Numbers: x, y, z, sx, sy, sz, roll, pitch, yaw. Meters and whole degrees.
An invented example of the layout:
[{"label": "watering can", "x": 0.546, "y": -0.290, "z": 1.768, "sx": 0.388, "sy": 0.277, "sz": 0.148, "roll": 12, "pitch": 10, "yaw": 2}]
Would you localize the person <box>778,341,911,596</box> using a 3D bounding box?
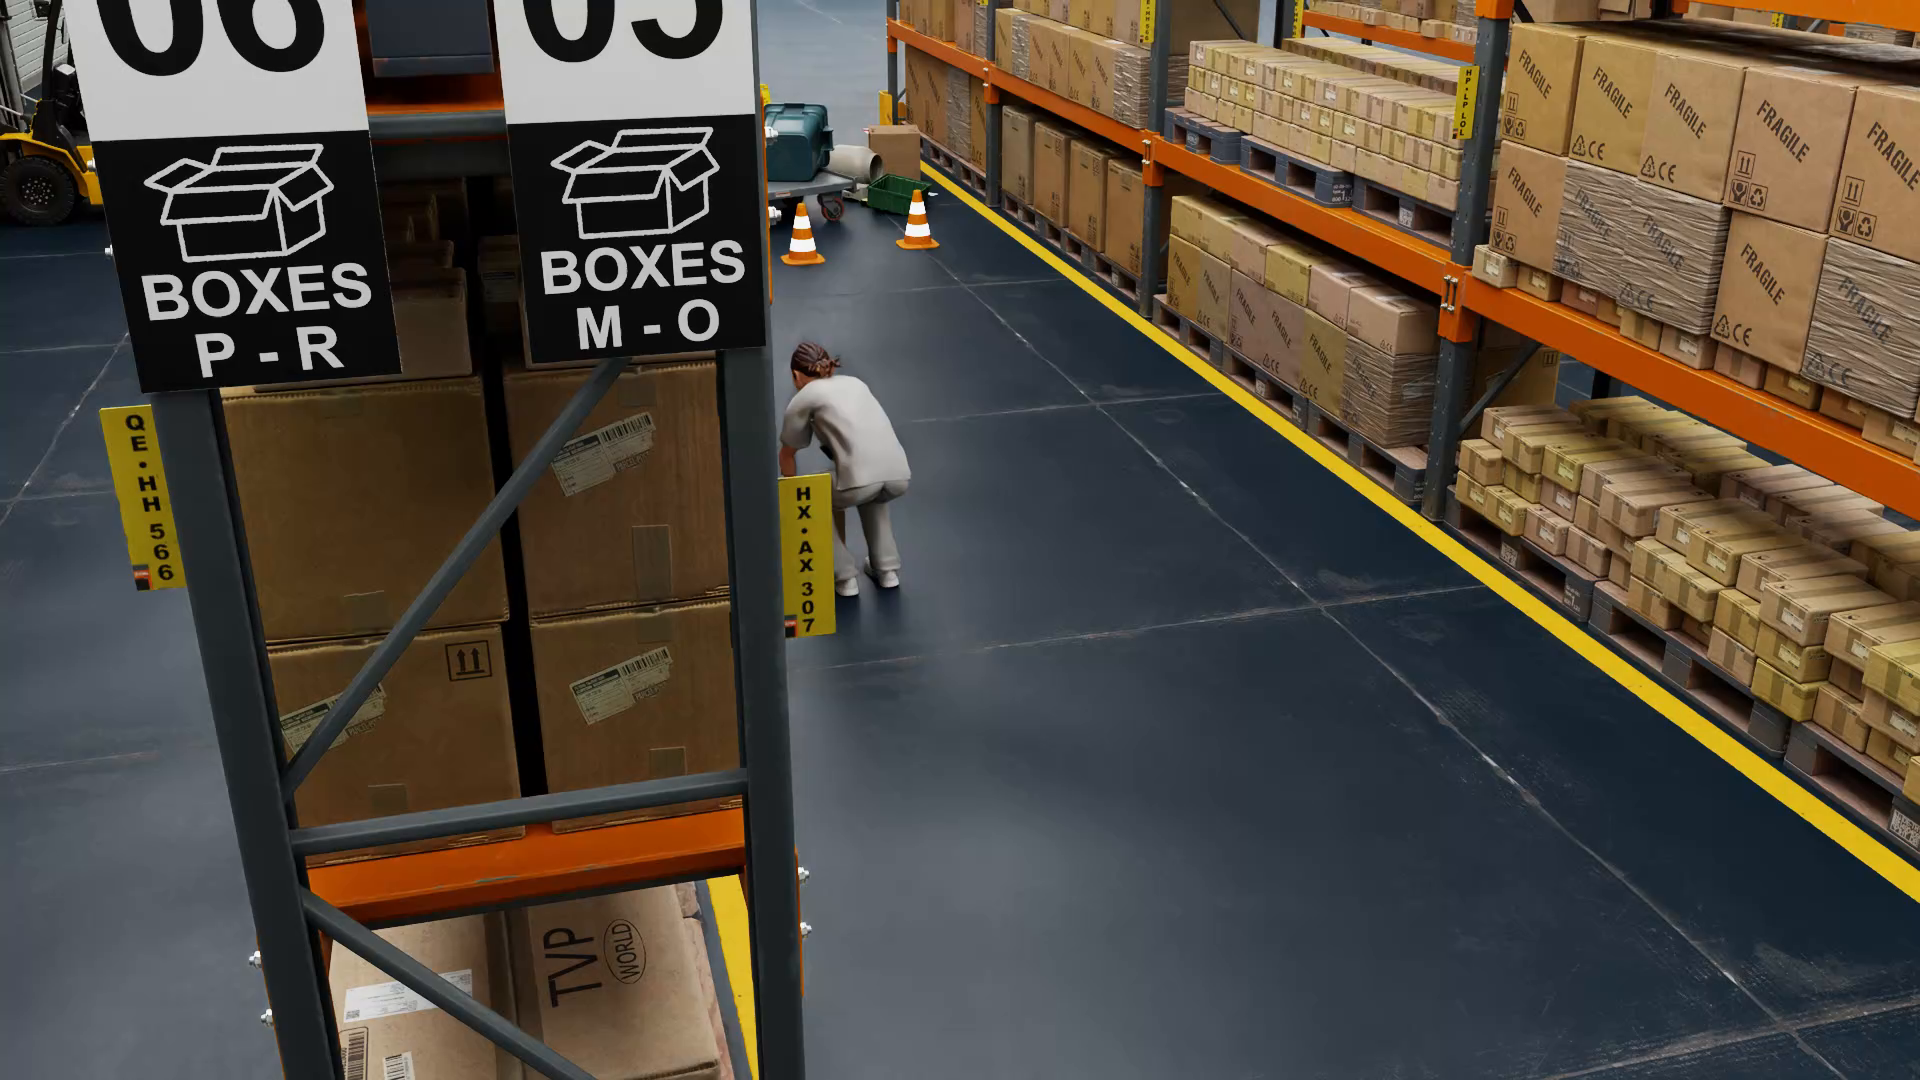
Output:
[{"label": "person", "x": -0.543, "y": -0.321, "z": 7.624, "sx": 0.492, "sy": 1.075, "sz": 0.764, "roll": -12, "pitch": 26, "yaw": -26}]
